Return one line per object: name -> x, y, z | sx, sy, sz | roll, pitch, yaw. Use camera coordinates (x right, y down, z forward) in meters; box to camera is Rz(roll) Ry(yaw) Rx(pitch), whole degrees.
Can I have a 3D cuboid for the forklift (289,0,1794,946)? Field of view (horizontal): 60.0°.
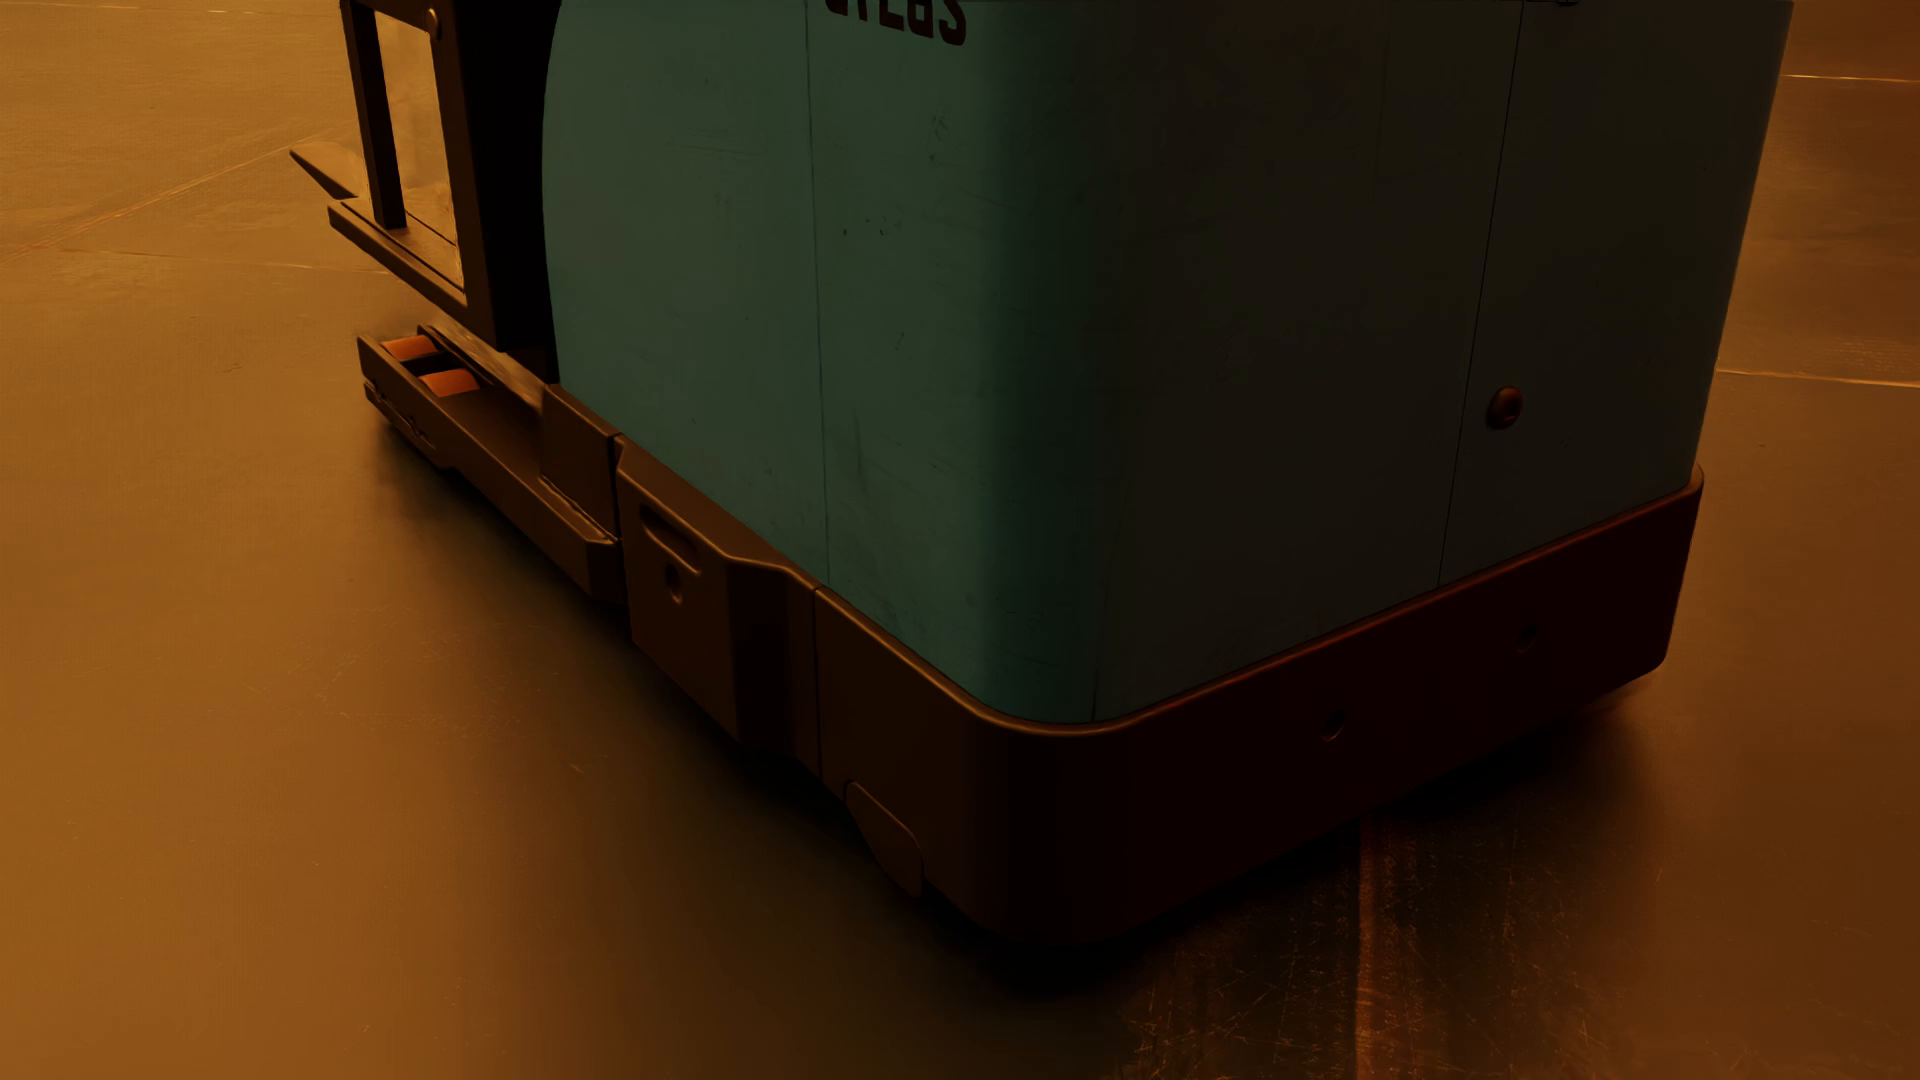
forklift -> -0.374, -1.533, 2.286 | 1.130, 2.935, 3.031 | -18, 32, -31
